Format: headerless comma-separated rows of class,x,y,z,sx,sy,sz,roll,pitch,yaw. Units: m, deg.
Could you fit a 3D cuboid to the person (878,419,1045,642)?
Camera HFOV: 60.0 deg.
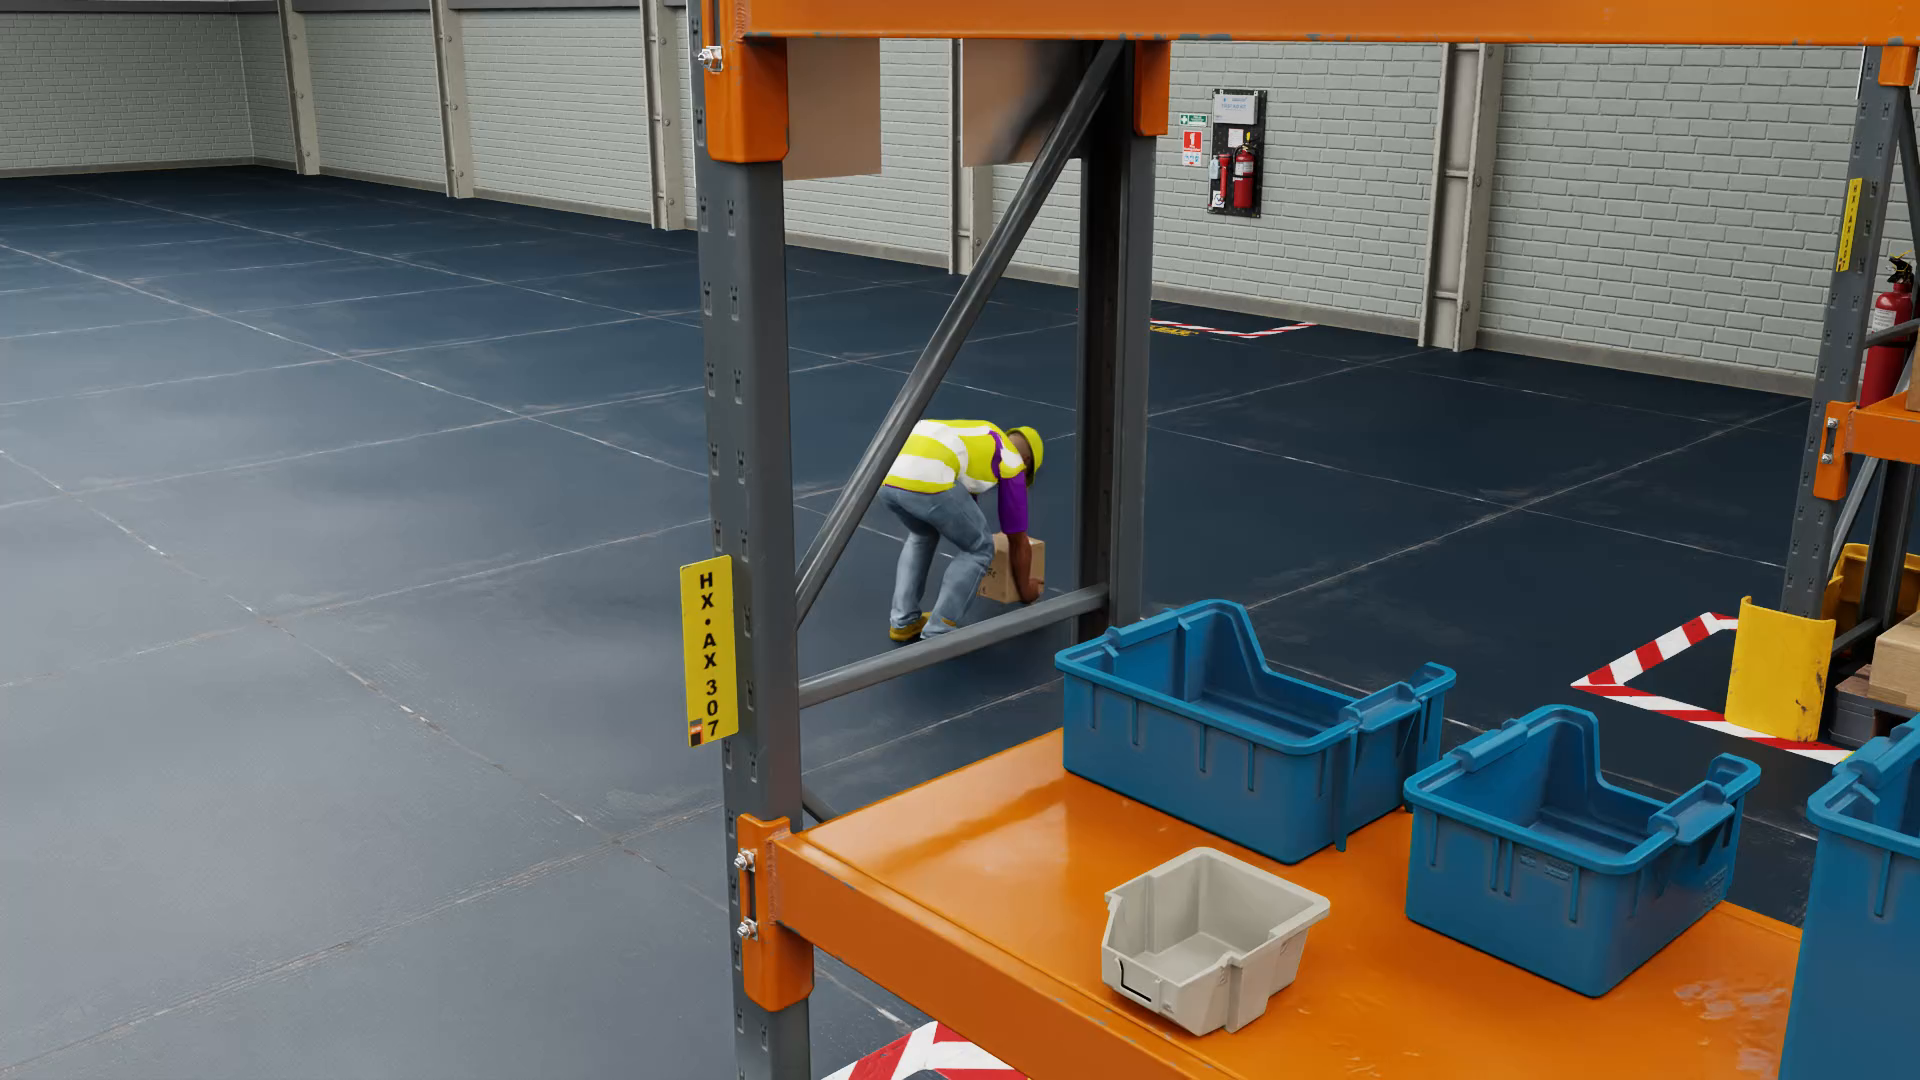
person,0.017,-0.075,7.504,0.492,1.018,0.977,16,23,41
